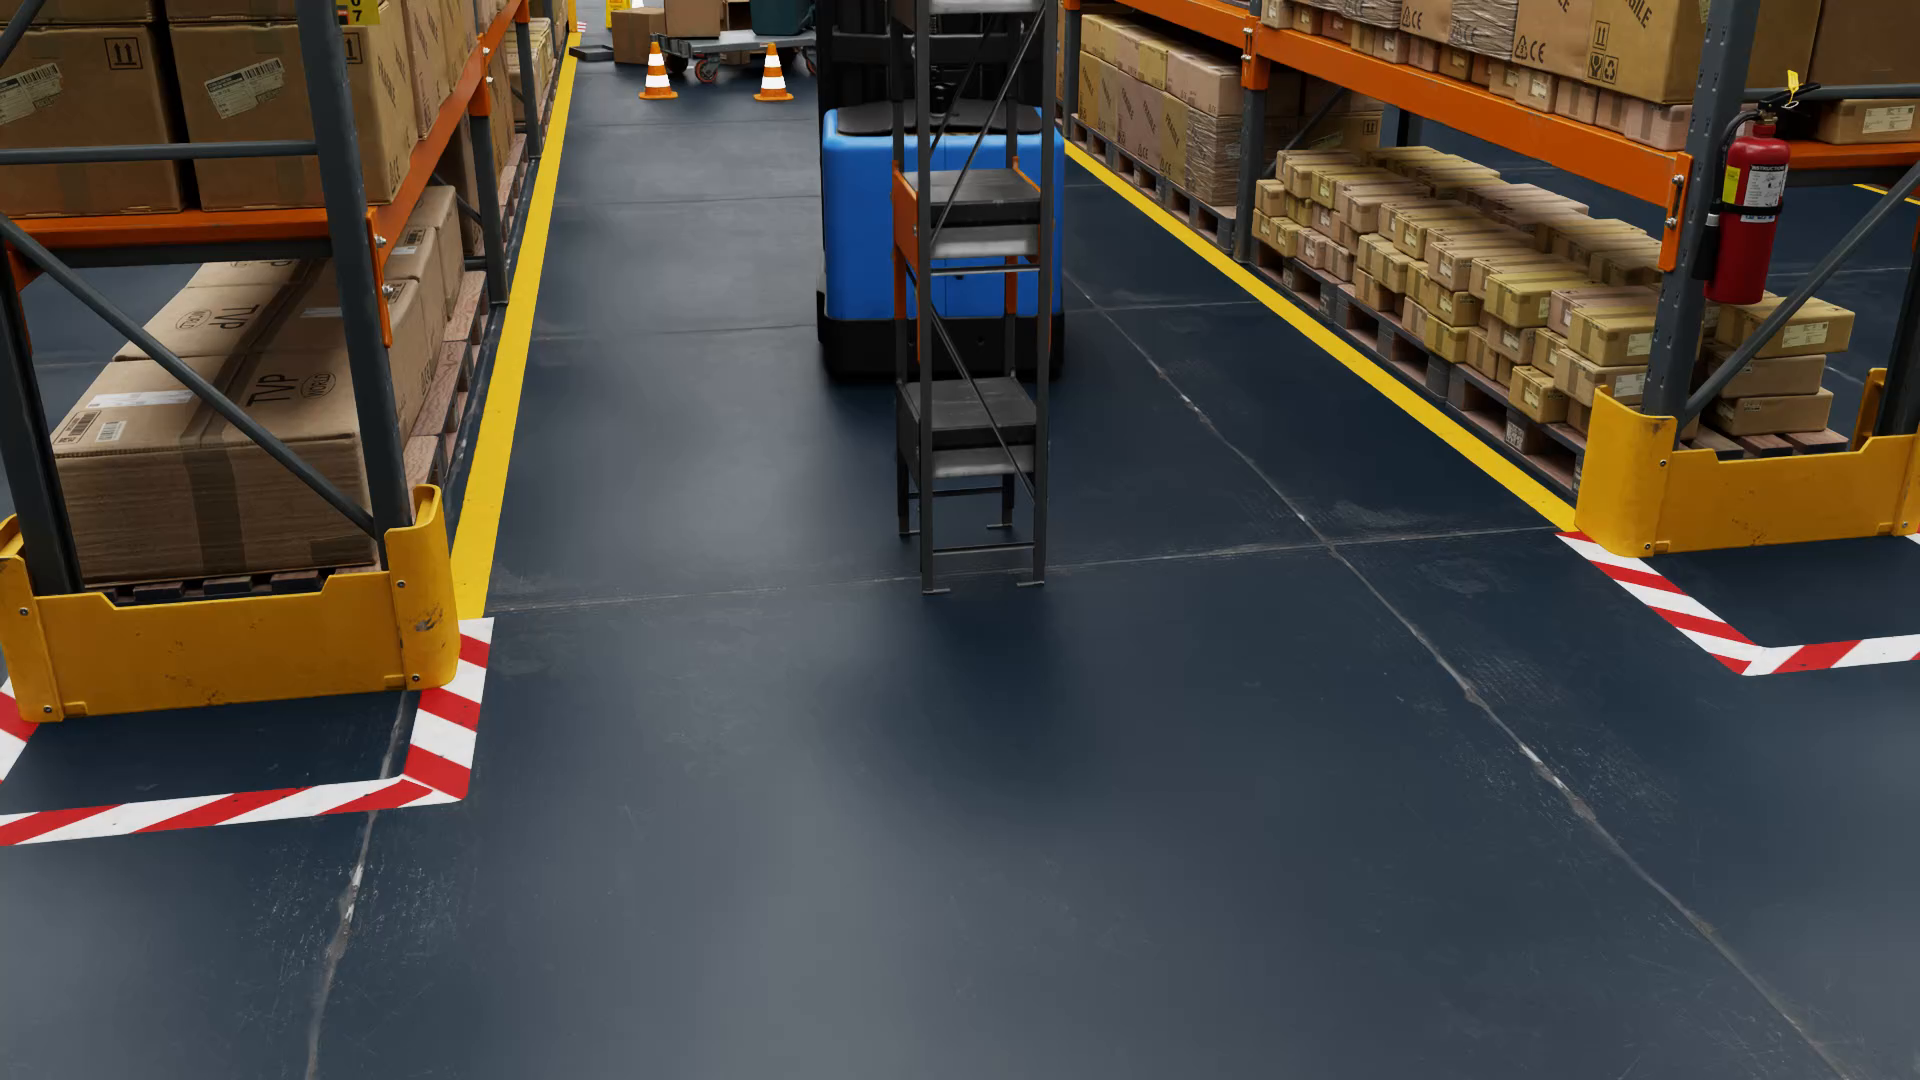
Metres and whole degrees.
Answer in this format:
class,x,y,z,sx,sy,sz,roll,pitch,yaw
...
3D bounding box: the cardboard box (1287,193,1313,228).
class,x,y,z,sx,sy,sz,roll,pitch,yaw
cardboard box,1.924,-1.727,8.622,0.380,0.149,0.250,-4,24,-9

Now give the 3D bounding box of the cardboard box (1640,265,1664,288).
class,x,y,z,sx,sy,sz,roll,pitch,yaw
cardboard box,2.924,-0.989,6.560,0.380,0.149,0.250,-4,24,-10

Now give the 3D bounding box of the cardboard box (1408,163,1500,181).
class,x,y,z,sx,sy,sz,roll,pitch,yaw
cardboard box,2.498,-1.807,8.434,0.380,0.149,0.250,-5,24,-10

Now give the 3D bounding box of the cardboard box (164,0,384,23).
class,x,y,z,sx,sy,sz,roll,pitch,yaw
cardboard box,-1.878,-1.698,4.517,0.500,0.500,0.500,-5,24,-11

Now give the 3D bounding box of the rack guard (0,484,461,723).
class,x,y,z,sx,sy,sz,roll,pitch,yaw
rack guard,-2.065,0.170,4.735,1.175,0.500,0.348,-4,24,-10

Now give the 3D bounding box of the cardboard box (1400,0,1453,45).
class,x,y,z,sx,sy,sz,roll,pitch,yaw
cardboard box,2.165,-2.329,6.839,0.500,0.500,0.500,-3,24,-7

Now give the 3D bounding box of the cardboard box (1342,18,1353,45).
class,x,y,z,sx,sy,sz,roll,pitch,yaw
cardboard box,2.034,-2.409,7.832,0.380,0.149,0.250,-5,24,-12

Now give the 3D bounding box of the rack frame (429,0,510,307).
class,x,y,z,sx,sy,sz,roll,pitch,yaw
rack frame,-2.809,-2.558,7.859,1.000,3.000,0.127,-4,24,-10

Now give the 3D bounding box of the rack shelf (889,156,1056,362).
class,x,y,z,sx,sy,sz,roll,pitch,yaw
rack shelf,0.031,-0.885,5.186,0.431,0.518,0.480,-4,24,-10

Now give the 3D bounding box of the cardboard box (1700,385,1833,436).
class,x,y,z,sx,sy,sz,roll,pitch,yaw
cardboard box,2.994,-0.506,6.199,0.380,0.149,0.250,-4,24,-9

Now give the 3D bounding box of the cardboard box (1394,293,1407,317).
class,x,y,z,sx,sy,sz,roll,pitch,yaw
cardboard box,2.192,-1.078,7.508,0.380,0.149,0.250,-4,24,-8

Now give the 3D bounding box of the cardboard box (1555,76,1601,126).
class,x,y,z,sx,sy,sz,roll,pitch,yaw
cardboard box,2.368,-1.581,5.936,0.380,0.149,0.250,-5,24,-10

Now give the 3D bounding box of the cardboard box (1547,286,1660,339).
class,x,y,z,sx,sy,sz,roll,pitch,yaw
cardboard box,2.440,-0.842,6.224,0.380,0.149,0.250,-4,24,-9

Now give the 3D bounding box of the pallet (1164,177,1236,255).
class,x,y,z,sx,sy,sz,roll,pitch,yaw
pallet,1.891,-1.992,10.048,1.003,0.211,1.213,-4,24,-10

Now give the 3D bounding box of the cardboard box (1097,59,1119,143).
class,x,y,z,sx,sy,sz,roll,pitch,yaw
cardboard box,1.274,-3.090,11.675,0.500,0.500,0.500,-4,24,-9

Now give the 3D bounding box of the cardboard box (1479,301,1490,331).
class,x,y,z,sx,sy,sz,roll,pitch,yaw
cardboard box,2.352,-0.917,6.768,0.380,0.149,0.250,-5,24,-10

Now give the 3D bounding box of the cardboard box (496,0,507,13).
class,x,y,z,sx,sy,sz,roll,pitch,yaw
cardboard box,-2.807,-3.088,9.260,0.500,0.250,0.500,-4,24,-10

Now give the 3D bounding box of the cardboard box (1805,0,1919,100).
class,x,y,z,sx,sy,sz,roll,pitch,yaw
cardboard box,2.965,-1.770,5.558,0.500,0.500,0.500,-3,24,-7

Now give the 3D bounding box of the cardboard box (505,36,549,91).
class,x,y,z,sx,sy,sz,roll,pitch,yaw
cardboard box,-3.922,-3.931,13.761,0.950,0.372,0.625,-4,24,-8

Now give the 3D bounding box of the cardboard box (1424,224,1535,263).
class,x,y,z,sx,sy,sz,roll,pitch,yaw
cardboard box,2.237,-1.254,7.168,0.380,0.149,0.250,-5,24,-12

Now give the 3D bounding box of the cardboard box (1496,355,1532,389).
class,x,y,z,sx,sy,sz,roll,pitch,yaw
cardboard box,2.363,-0.672,6.579,0.380,0.149,0.250,-4,24,-10

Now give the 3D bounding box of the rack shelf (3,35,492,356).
class,x,y,z,sx,sy,sz,roll,pitch,yaw
rack shelf,-2.439,-1.442,6.202,1.077,0.370,4.000,-4,24,-10

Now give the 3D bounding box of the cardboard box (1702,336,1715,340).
class,x,y,z,sx,sy,sz,roll,pitch,yaw
cardboard box,2.937,-0.750,6.385,0.380,0.149,0.250,-4,24,-10

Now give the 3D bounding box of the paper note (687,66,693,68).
class,x,y,z,sx,sy,sz,roll,pitch,yaw
paper note,-2.710,-4.679,16.425,0.148,0.019,0.142,-4,24,-10

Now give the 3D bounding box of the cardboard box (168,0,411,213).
class,x,y,z,sx,sy,sz,roll,pitch,yaw
cardboard box,-1.876,-1.240,4.718,0.500,0.500,0.500,-4,24,-10

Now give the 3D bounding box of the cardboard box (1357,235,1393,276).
class,x,y,z,sx,sy,sz,roll,pitch,yaw
cardboard box,2.064,-1.314,7.676,0.380,0.149,0.250,-4,24,-10

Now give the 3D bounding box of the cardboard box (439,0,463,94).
class,x,y,z,sx,sy,sz,roll,pitch,yaw
cardboard box,-2.264,-2.042,6.552,0.500,0.500,0.500,-5,24,-11

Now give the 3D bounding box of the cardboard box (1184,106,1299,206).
class,x,y,z,sx,sy,sz,roll,pitch,yaw
cardboard box,1.652,-2.283,9.829,0.500,0.500,0.500,-5,24,-11

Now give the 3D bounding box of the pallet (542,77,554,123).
class,x,y,z,sx,sy,sz,roll,pitch,yaw
pallet,-3.914,-3.640,13.820,1.003,0.211,1.213,-4,24,-10

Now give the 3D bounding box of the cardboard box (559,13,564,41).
class,x,y,z,sx,sy,sz,roll,pitch,yaw
cardboard box,-4.242,-5.098,16.586,0.500,0.250,0.500,-3,24,-7

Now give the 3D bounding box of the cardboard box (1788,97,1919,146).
class,x,y,z,sx,sy,sz,roll,pitch,yaw
cardboard box,3.039,-1.427,5.584,0.380,0.149,0.250,-4,24,-10

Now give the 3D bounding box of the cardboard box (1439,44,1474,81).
class,x,y,z,sx,sy,sz,roll,pitch,yaw
cardboard box,2.222,-1.999,6.894,0.380,0.149,0.250,-4,24,-9

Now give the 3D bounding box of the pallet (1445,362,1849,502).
class,x,y,z,sx,sy,sz,roll,pitch,yaw
pallet,2.647,-0.465,6.551,1.003,0.211,1.213,-4,24,-10

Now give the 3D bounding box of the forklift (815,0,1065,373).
class,x,y,z,sx,sy,sz,roll,pitch,yaw
forklift,-0.159,-2.617,8.080,1.130,2.935,3.031,-2,24,-3

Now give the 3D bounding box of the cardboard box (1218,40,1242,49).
class,x,y,z,sx,sy,sz,roll,pitch,yaw
cardboard box,1.969,-3.075,10.704,0.500,0.250,0.500,-3,24,-8

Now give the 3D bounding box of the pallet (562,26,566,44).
class,x,y,z,sx,sy,sz,roll,pitch,yaw
pallet,-4.899,-5.648,18.418,1.003,0.211,1.213,-4,24,-10

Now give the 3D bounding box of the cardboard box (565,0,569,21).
class,x,y,z,sx,sy,sz,roll,pitch,yaw
cardboard box,-4.610,-5.903,18.429,0.500,0.250,0.500,-4,24,-10

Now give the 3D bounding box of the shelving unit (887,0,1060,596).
class,x,y,z,sx,sy,sz,roll,pitch,yaw
shelving unit,0.031,-0.897,5.181,0.431,2.100,0.503,-4,24,-10

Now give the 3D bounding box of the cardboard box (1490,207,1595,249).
class,x,y,z,sx,sy,sz,roll,pitch,yaw
cardboard box,2.610,-1.389,7.475,0.380,0.149,0.250,-4,24,-10

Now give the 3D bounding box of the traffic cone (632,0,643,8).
class,x,y,z,sx,sy,sz,roll,pitch,yaw
traffic cone,-3.681,-6.042,19.005,0.336,0.463,0.334,-4,24,-10

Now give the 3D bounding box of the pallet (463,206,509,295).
class,x,y,z,sx,sy,sz,roll,pitch,yaw
pallet,-3.026,-1.578,9.099,1.003,0.211,1.213,-4,24,-10

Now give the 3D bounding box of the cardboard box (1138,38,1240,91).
class,x,y,z,sx,sy,sz,roll,pitch,yaw
cardboard box,1.457,-3.039,10.622,0.500,0.250,0.500,-5,24,-12

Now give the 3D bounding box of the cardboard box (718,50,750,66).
class,x,y,z,sx,sy,sz,roll,pitch,yaw
cardboard box,-2.330,-4.931,16.708,0.396,0.266,0.258,18,29,36

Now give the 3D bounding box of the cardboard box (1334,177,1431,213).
class,x,y,z,sx,sy,sz,roll,pitch,yaw
cardboard box,2.055,-1.662,8.102,0.380,0.149,0.250,-5,24,-11

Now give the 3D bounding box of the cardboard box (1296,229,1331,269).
class,x,y,z,sx,sy,sz,roll,pitch,yaw
cardboard box,1.935,-1.484,8.438,0.380,0.149,0.250,-4,24,-10

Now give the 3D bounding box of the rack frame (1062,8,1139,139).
class,x,y,z,sx,sy,sz,roll,pitch,yaw
rack frame,1.297,-4.537,12.391,1.000,3.000,0.127,-4,24,-10

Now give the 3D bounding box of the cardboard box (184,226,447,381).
class,x,y,z,sx,sy,sz,roll,pitch,yaw
cardboard box,-2.632,-0.969,6.898,0.875,0.438,0.875,-5,24,-11

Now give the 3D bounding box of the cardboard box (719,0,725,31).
class,x,y,z,sx,sy,sz,roll,pitch,yaw
cardboard box,-2.215,-5.630,18.013,0.637,0.503,0.797,18,29,36

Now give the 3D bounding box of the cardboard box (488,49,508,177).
class,x,y,z,sx,sy,sz,roll,pitch,yaw
cardboard box,-3.342,-2.721,10.362,0.875,0.875,0.875,-4,24,-9

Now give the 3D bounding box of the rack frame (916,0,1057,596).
class,x,y,z,sx,sy,sz,roll,pitch,yaw
rack frame,0.076,-0.801,4.961,0.400,2.100,0.015,-4,24,-10
